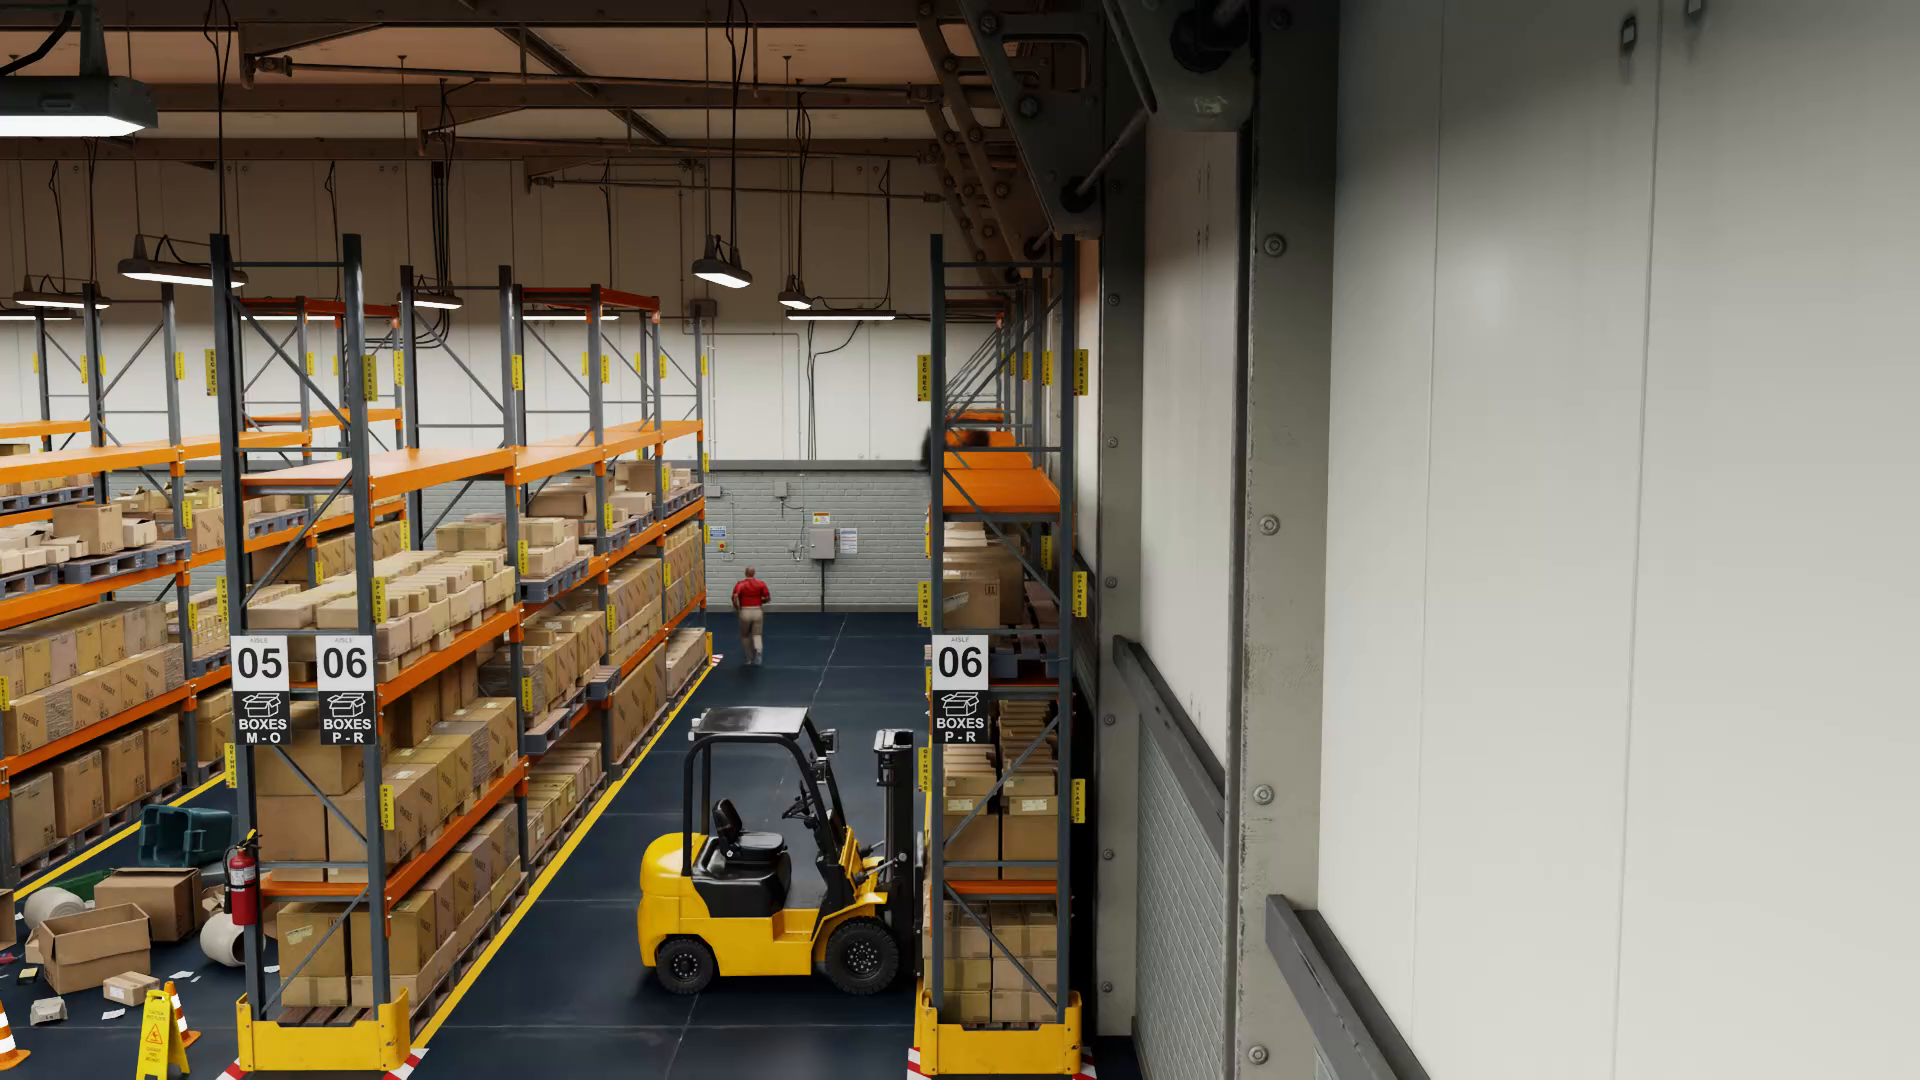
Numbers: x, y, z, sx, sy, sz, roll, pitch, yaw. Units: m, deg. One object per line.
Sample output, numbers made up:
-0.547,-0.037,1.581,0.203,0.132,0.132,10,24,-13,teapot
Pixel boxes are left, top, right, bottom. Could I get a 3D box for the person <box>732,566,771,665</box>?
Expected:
-3.468,1.276,27.570,0.658,1.713,0.938,-1,6,-13,person
